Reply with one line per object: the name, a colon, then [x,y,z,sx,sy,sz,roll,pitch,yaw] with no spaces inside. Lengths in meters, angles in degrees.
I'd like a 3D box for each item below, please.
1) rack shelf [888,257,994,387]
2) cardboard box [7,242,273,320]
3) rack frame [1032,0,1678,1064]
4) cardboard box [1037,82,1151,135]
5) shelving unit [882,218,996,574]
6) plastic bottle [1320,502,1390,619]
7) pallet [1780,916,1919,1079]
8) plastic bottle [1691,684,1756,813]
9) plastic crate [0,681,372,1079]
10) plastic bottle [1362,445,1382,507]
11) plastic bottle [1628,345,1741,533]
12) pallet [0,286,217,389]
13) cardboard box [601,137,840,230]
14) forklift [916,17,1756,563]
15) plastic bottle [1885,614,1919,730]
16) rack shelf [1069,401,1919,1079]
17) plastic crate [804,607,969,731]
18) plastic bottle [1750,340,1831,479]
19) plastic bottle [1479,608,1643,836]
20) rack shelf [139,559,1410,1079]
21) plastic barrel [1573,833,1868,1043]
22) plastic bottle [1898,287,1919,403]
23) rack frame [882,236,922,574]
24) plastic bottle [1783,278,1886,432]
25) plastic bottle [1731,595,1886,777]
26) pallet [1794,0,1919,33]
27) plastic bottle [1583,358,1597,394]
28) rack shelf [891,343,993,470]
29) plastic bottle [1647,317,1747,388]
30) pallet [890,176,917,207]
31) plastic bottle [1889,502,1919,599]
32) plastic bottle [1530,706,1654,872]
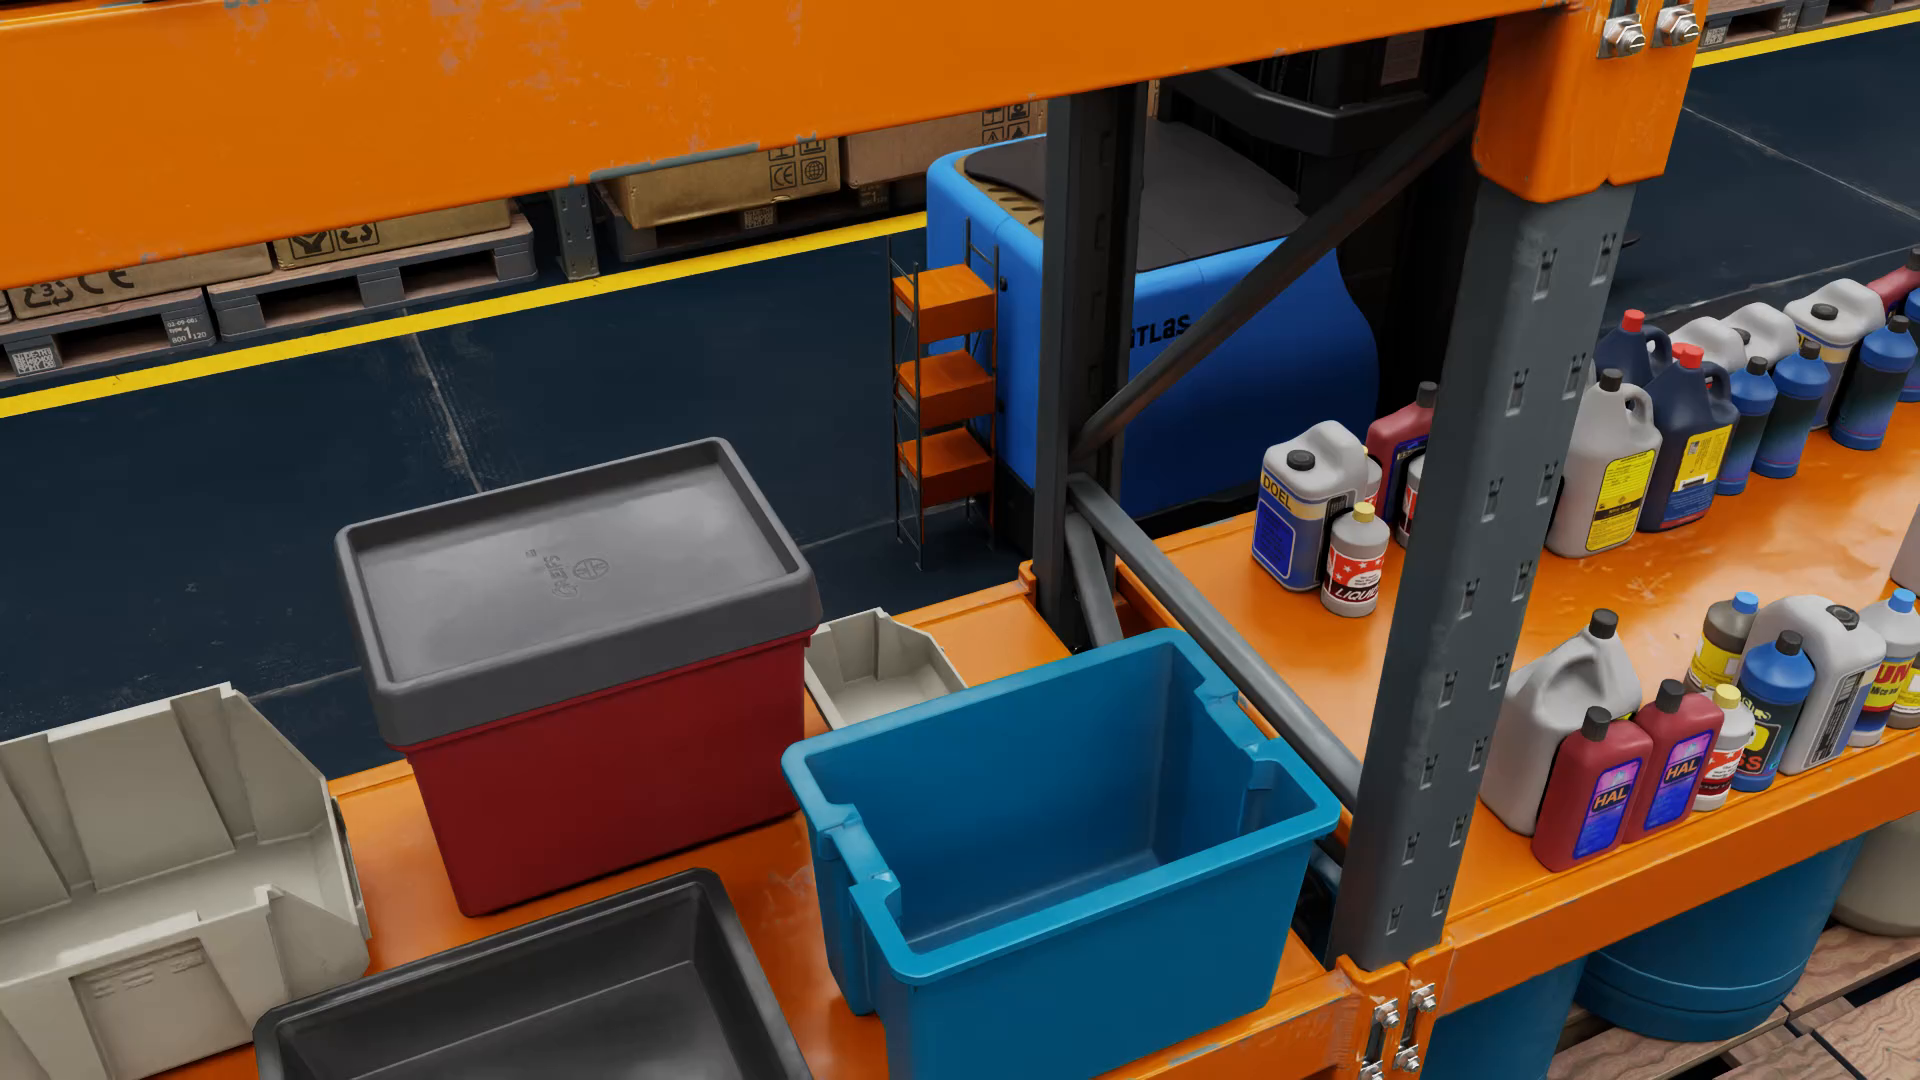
rack shelf: [-0.059,-0.625,4.752,0.240,0.259,0.215,-17,40,-22]
cardboard box: [-3.158,-1.476,6.154,0.875,0.875,0.875,-16,39,-20]
rack frame: [0.393,0.158,2.519,0.127,3.000,1.000,-16,39,-20]
cardboard box: [0.466,-2.456,7.474,0.875,0.875,1.225,-15,39,-20]
shelving unit: [-0.059,-0.405,4.915,0.252,1.050,0.215,-17,40,-22]
plastic bottle: [0.682,0.026,2.863,0.097,0.201,0.097,0,37,0]
pallet: [2.215,0.794,4.002,1.213,0.211,1.003,-16,39,-20]
plastic bottle: [1.124,0.302,2.491,0.097,0.201,0.097,0,37,0]
plastic crate: [-1.068,0.469,2.149,0.530,0.282,0.437,-16,39,-20]
plastic bottle: [0.706,-0.080,3.007,0.097,0.201,0.097,0,37,0]
plastic bottle: [1.315,-0.200,3.043,0.185,0.351,0.144,-16,39,-20]
pallet: [-3.539,-0.931,6.329,1.213,0.211,1.003,-16,39,-20]
cardboard box: [-1.141,-2.001,6.861,0.875,0.875,1.225,-15,39,-20]
forklift: [1.403,-1.609,4.959,3.031,2.935,1.130,-17,40,-22]
plastic bottle: [1.510,0.194,2.637,0.097,0.201,0.097,0,37,0]
rack shelf: [2.204,-0.059,3.416,4.000,0.370,1.077,-16,39,-20]
plastic crate: [-0.089,0.281,2.525,0.243,0.136,0.396,-16,39,-20]
plastic bottle: [1.591,-0.256,3.185,0.097,0.271,0.097,0,37,0]
plastic bottle: [0.886,0.253,2.432,0.185,0.351,0.144,-16,39,-20]
rack shelf: [-1.417,0.953,2.051,4.000,0.370,1.077,-16,39,-20]
plastic barrel: [1.534,0.525,3.434,0.708,0.901,0.600,-16,39,-20]
plastic bottle: [1.971,-0.422,3.409,0.097,0.271,0.097,0,37,0]
rack frame: [-0.168,-0.372,4.870,0.008,1.050,0.200,-17,40,-22]
plastic bottle: [1.731,-0.379,3.347,0.135,0.276,0.152,-16,39,-20]
plastic bottle: [1.305,0.204,2.562,0.135,0.276,0.152,-16,39,-20]
pallet: [4.826,-3.220,9.414,1.213,0.211,1.003,-16,39,-20]
plastic bottle: [1.086,-0.231,3.085,0.185,0.351,0.144,-16,39,-20]
rack shelf: [-0.059,-0.397,4.921,0.240,0.259,0.215,-17,40,-22]
plastic bottle: [1.400,-0.286,3.222,0.135,0.276,0.152,-16,39,-20]
pallet: [0.061,-1.940,7.688,1.213,0.211,1.003,-16,39,-20]
plastic bottle: [1.747,-0.020,2.863,0.135,0.276,0.152,-16,39,-20]
plastic bottle: [0.906,0.342,2.369,0.133,0.283,0.061,-16,39,-20]
